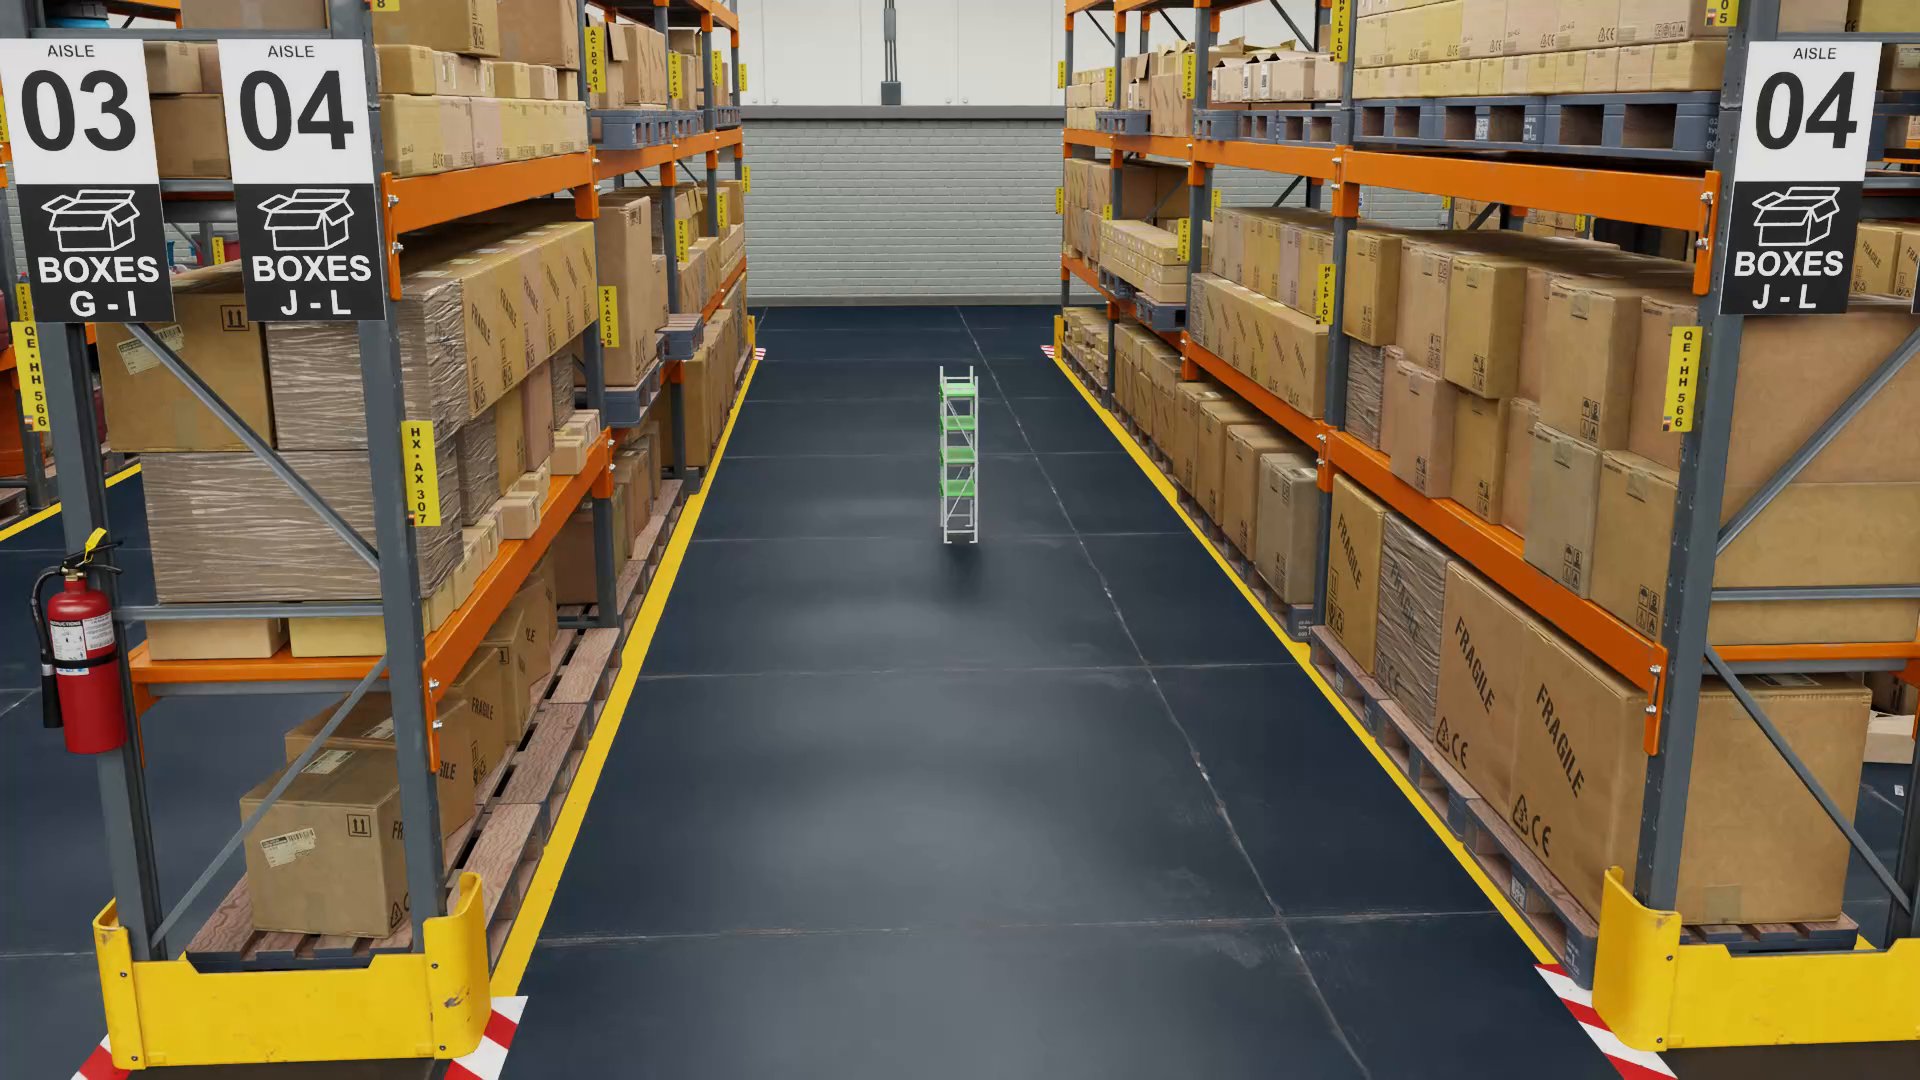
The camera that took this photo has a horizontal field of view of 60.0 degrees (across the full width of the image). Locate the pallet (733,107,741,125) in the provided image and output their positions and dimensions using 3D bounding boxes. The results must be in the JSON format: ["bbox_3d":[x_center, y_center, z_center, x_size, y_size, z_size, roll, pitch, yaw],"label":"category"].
[{"bbox_3d":[-3.117,-4.978,19.512,1.003,0.211,1.213,-1,14,-3],"label":"pallet"}]

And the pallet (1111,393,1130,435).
[{"bbox_3d":[2.081,-1.265,16.520,1.003,0.211,1.213,-1,14,-3],"label":"pallet"}]

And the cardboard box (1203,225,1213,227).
[{"bbox_3d":[2.299,-2.886,15.690,0.380,0.149,0.250,-1,14,-4],"label":"cardboard box"}]

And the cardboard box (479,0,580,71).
[{"bbox_3d":[-2.147,-2.547,8.087,0.500,0.500,0.500,-1,14,-5],"label":"cardboard box"}]

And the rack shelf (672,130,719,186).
[{"bbox_3d":[-2.802,-3.365,14.507,1.077,0.370,4.000,-1,14,-3],"label":"rack shelf"}]

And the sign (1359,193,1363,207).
[{"bbox_3d":[6.293,-5.453,26.657,0.327,0.218,0.001,-1,14,-3],"label":"sign"}]

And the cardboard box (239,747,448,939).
[{"bbox_3d":[-2.204,1.078,5.989,0.500,0.500,0.500,2,15,7],"label":"cardboard box"}]

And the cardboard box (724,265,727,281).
[{"bbox_3d":[-2.628,-2.780,17.316,0.380,0.149,0.250,-1,14,-5],"label":"cardboard box"}]

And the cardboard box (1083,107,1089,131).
[{"bbox_3d":[1.650,-4.681,18.481,0.500,0.250,0.500,-1,14,-4],"label":"cardboard box"}]

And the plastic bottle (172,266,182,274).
[{"bbox_3d":[-7.462,-2.475,15.860,0.061,0.283,0.133,-1,14,-3],"label":"plastic bottle"}]

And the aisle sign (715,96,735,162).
[{"bbox_3d":[-2.878,-5.034,20.355,0.394,0.787,0.004,-1,14,-3],"label":"aisle sign"}]

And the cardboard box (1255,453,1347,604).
[{"bbox_3d":[2.399,-0.086,10.014,1.050,0.750,0.750,-1,14,-4],"label":"cardboard box"}]

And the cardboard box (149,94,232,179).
[{"bbox_3d":[-2.465,-1.269,5.221,0.500,0.250,0.500,-1,14,-2],"label":"cardboard box"}]

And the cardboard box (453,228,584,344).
[{"bbox_3d":[-2.095,-1.213,7.916,0.500,0.500,0.500,-1,14,-3],"label":"cardboard box"}]

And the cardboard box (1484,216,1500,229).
[{"bbox_3d":[6.534,-3.578,19.712,0.500,0.500,0.500,-1,14,-4],"label":"cardboard box"}]

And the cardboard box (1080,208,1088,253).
[{"bbox_3d":[1.649,-3.499,18.808,0.500,0.500,0.500,-1,14,-5],"label":"cardboard box"}]

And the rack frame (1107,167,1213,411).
[{"bbox_3d":[2.031,-2.809,16.925,1.000,3.000,0.127,-1,14,-3],"label":"rack frame"}]

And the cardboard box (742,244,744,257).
[{"bbox_3d":[-2.805,-3.483,20.047,0.380,0.149,0.250,-1,14,-3],"label":"cardboard box"}]

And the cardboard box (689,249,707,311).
[{"bbox_3d":[-2.535,-2.316,14.809,0.500,0.500,0.500,-1,14,-3],"label":"cardboard box"}]

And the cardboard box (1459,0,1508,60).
[{"bbox_3d":[2.374,-2.093,6.781,0.500,0.250,0.500,-1,14,-3],"label":"cardboard box"}]

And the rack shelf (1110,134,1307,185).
[{"bbox_3d":[2.155,-3.416,14.707,1.077,0.370,4.000,-1,14,-3],"label":"rack shelf"}]

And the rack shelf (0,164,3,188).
[{"bbox_3d":[-7.497,-2.293,10.344,1.077,0.370,4.000,-1,14,-3],"label":"rack shelf"}]

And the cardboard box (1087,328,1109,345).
[{"bbox_3d":[1.624,-2.261,18.478,0.380,0.149,0.250,-2,15,-6],"label":"cardboard box"}]

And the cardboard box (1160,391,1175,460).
[{"bbox_3d":[1.977,-0.967,13.938,0.500,0.500,0.500,-1,14,-4],"label":"cardboard box"}]

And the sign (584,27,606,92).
[{"bbox_3d":[-1.889,-2.481,8.594,0.100,0.325,0.005,-1,14,-3],"label":"sign"}]

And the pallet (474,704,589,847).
[{"bbox_3d":[-2.274,1.053,7.510,1.003,0.211,1.213,-1,14,-3],"label":"pallet"}]

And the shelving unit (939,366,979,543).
[{"bbox_3d":[-0.010,-0.622,12.037,0.258,1.200,0.503,-1,14,-3],"label":"shelving unit"}]

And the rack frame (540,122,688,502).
[{"bbox_3d":[-2.678,-1.763,12.858,1.000,3.000,0.127,-1,14,-3],"label":"rack frame"}]

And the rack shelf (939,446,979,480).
[{"bbox_3d":[-0.010,-0.560,12.053,0.258,0.148,0.480,-1,14,-3],"label":"rack shelf"}]

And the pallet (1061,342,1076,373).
[{"bbox_3d":[1.803,-2.232,20.278,1.003,0.211,1.213,-1,14,-3],"label":"pallet"}]

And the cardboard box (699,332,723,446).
[{"bbox_3d":[-2.747,-1.331,14.601,1.225,0.875,0.875,-1,14,-3],"label":"cardboard box"}]

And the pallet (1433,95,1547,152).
[{"bbox_3d":[2.640,-1.723,6.861,1.003,0.211,1.213,-1,14,-3],"label":"pallet"}]

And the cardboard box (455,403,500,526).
[{"bbox_3d":[-2.327,-0.350,6.571,0.875,0.500,0.500,-1,14,-3],"label":"cardboard box"}]

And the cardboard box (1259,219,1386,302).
[{"bbox_3d":[2.395,-1.855,11.008,0.700,0.500,0.500,-1,14,-4],"label":"cardboard box"}]

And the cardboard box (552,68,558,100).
[{"bbox_3d":[-2.094,-2.136,7.789,0.380,0.149,0.250,-2,15,-6],"label":"cardboard box"}]

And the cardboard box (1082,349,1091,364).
[{"bbox_3d":[1.606,-2.107,19.074,0.380,0.149,0.250,-1,14,-3],"label":"cardboard box"}]

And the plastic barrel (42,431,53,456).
[{"bbox_3d":[-7.793,-0.945,13.831,0.421,0.512,0.421,0,14,0],"label":"plastic barrel"}]

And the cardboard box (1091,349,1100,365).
[{"bbox_3d":[1.631,-1.983,17.995,0.380,0.149,0.250,-1,14,-5],"label":"cardboard box"}]

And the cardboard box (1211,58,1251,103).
[{"bbox_3d":[2.104,-3.292,11.918,0.500,0.311,0.500,-1,14,-3],"label":"cardboard box"}]

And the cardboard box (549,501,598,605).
[{"bbox_3d":[-2.446,0.076,9.843,0.700,0.500,0.500,-2,15,-8],"label":"cardboard box"}]

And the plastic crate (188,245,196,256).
[{"bbox_3d":[-8.330,-3.155,18.486,0.416,0.233,0.300,-1,14,-3],"label":"plastic crate"}]

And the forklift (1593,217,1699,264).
[{"bbox_3d":[5.160,-1.373,11.481,3.031,2.935,1.130,12,19,40],"label":"forklift"}]

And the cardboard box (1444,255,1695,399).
[{"bbox_3d":[2.602,-0.920,7.113,0.875,0.550,0.500,-1,14,-3],"label":"cardboard box"}]

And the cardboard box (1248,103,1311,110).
[{"bbox_3d":[2.509,-3.462,13.240,0.500,0.500,0.500,-1,14,-3],"label":"cardboard box"}]

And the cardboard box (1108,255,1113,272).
[{"bbox_3d":[1.631,-2.655,15.986,0.380,0.149,0.250,-1,14,-3],"label":"cardboard box"}]

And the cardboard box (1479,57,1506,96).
[{"bbox_3d":[2.322,-1.864,6.693,0.380,0.149,0.250,-1,14,-3],"label":"cardboard box"}]

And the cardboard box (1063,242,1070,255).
[{"bbox_3d":[1.476,-3.597,20.489,0.380,0.149,0.250,-1,14,-4],"label":"cardboard box"}]

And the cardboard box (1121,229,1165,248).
[{"bbox_3d":[1.678,-2.752,15.171,0.380,0.149,0.250,0,14,-1],"label":"cardboard box"}]

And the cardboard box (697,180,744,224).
[{"bbox_3d":[-2.881,-4.070,20.024,0.500,0.500,0.500,-1,14,-3],"label":"cardboard box"}]

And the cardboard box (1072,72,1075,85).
[{"bbox_3d":[1.518,-5.403,19.483,0.380,0.149,0.250,-1,14,-4],"label":"cardboard box"}]

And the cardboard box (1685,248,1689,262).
[{"bbox_3d":[6.810,-2.585,15.353,0.500,0.250,0.500,-1,14,-5],"label":"cardboard box"}]

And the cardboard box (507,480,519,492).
[{"bbox_3d":[-2.106,-0.161,7.136,0.380,0.149,0.250,-1,14,-3],"label":"cardboard box"}]

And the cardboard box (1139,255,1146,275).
[{"bbox_3d":[1.742,-2.350,14.204,0.380,0.149,0.250,-1,14,-3],"label":"cardboard box"}]

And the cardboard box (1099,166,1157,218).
[{"bbox_3d":[1.732,-3.599,17.189,0.500,0.500,0.500,-1,14,-5],"label":"cardboard box"}]

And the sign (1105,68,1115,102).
[{"bbox_3d":[1.490,-4.502,16.446,0.100,0.325,0.005,-1,14,-3],"label":"sign"}]
